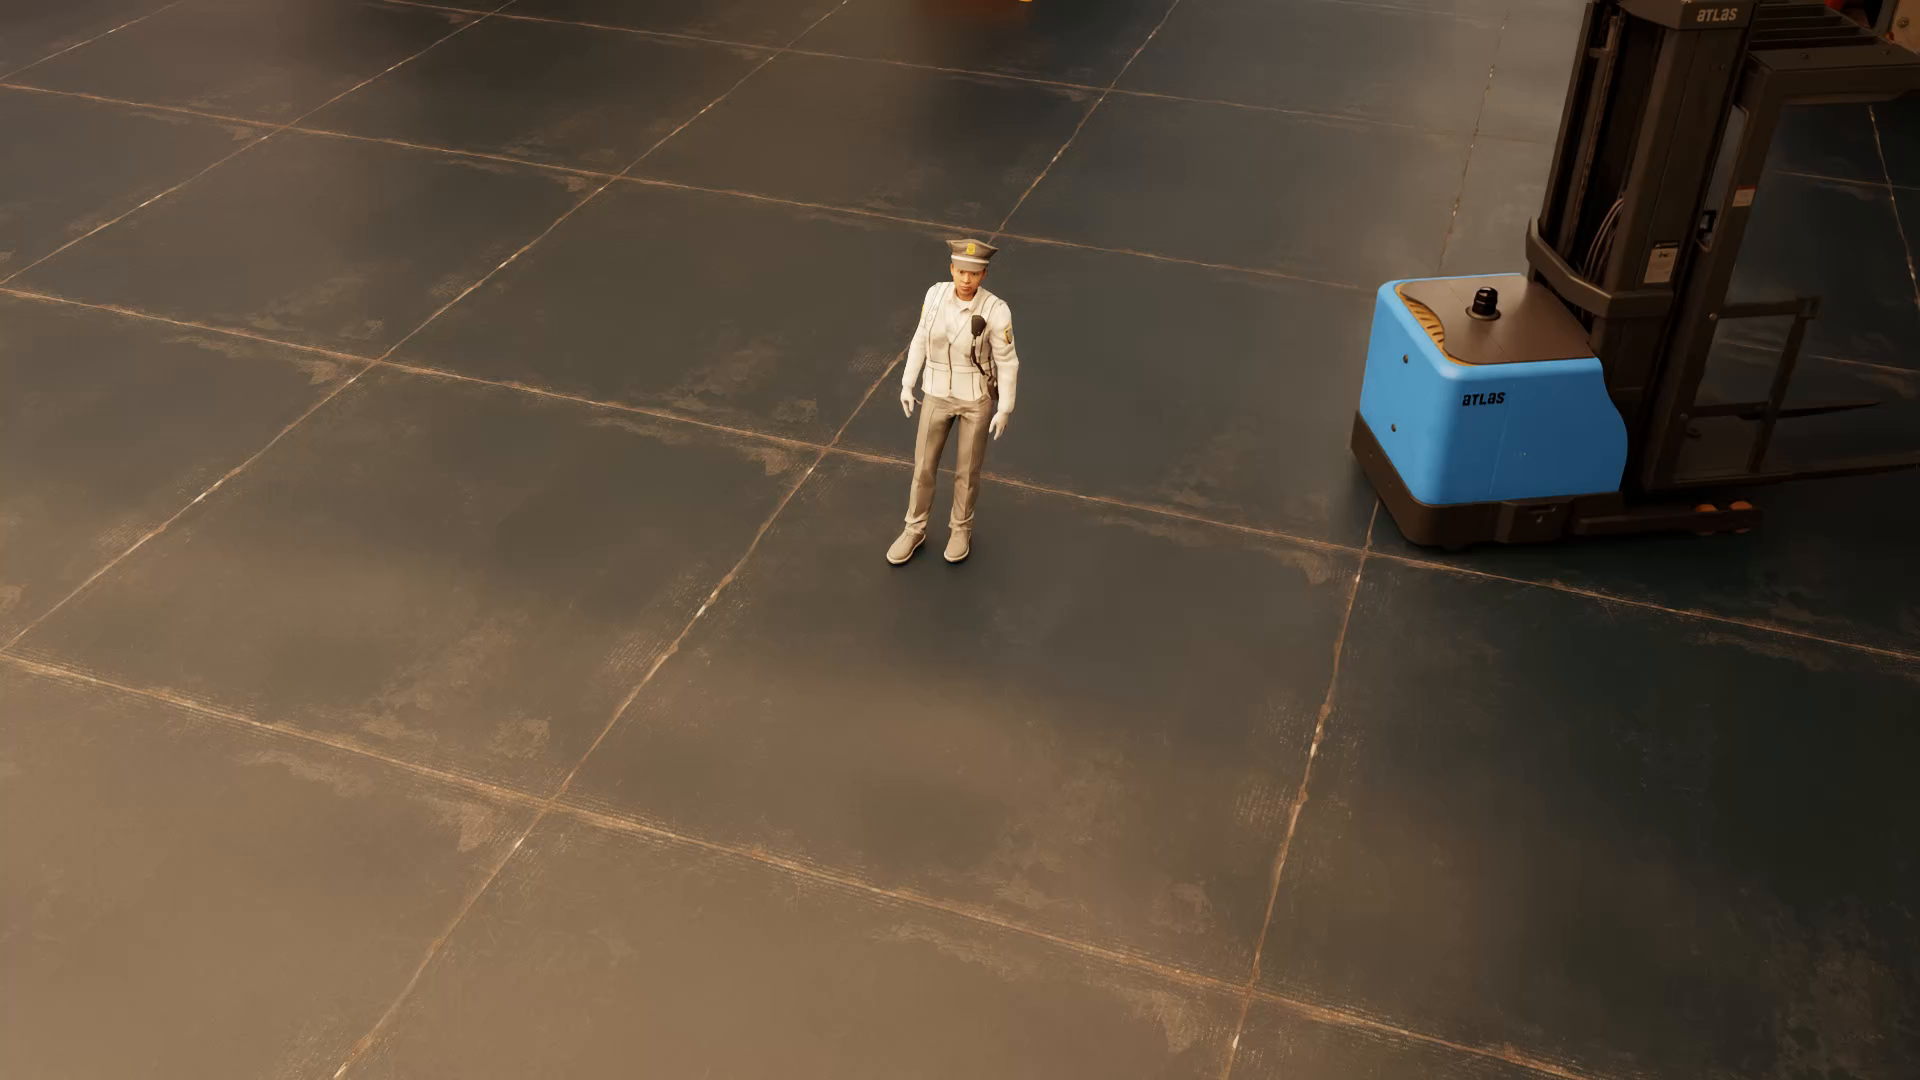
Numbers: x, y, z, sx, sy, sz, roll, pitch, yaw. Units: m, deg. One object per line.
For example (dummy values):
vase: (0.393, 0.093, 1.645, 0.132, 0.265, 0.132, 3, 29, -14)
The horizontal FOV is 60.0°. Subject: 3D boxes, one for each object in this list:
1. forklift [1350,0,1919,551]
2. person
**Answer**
forklift: (3.729, -1.517, 8.251, 3.031, 2.935, 1.130, -4, 36, -6)
person: (-0.029, -0.661, 8.100, 0.586, 1.694, 0.532, 12, 37, 16)
